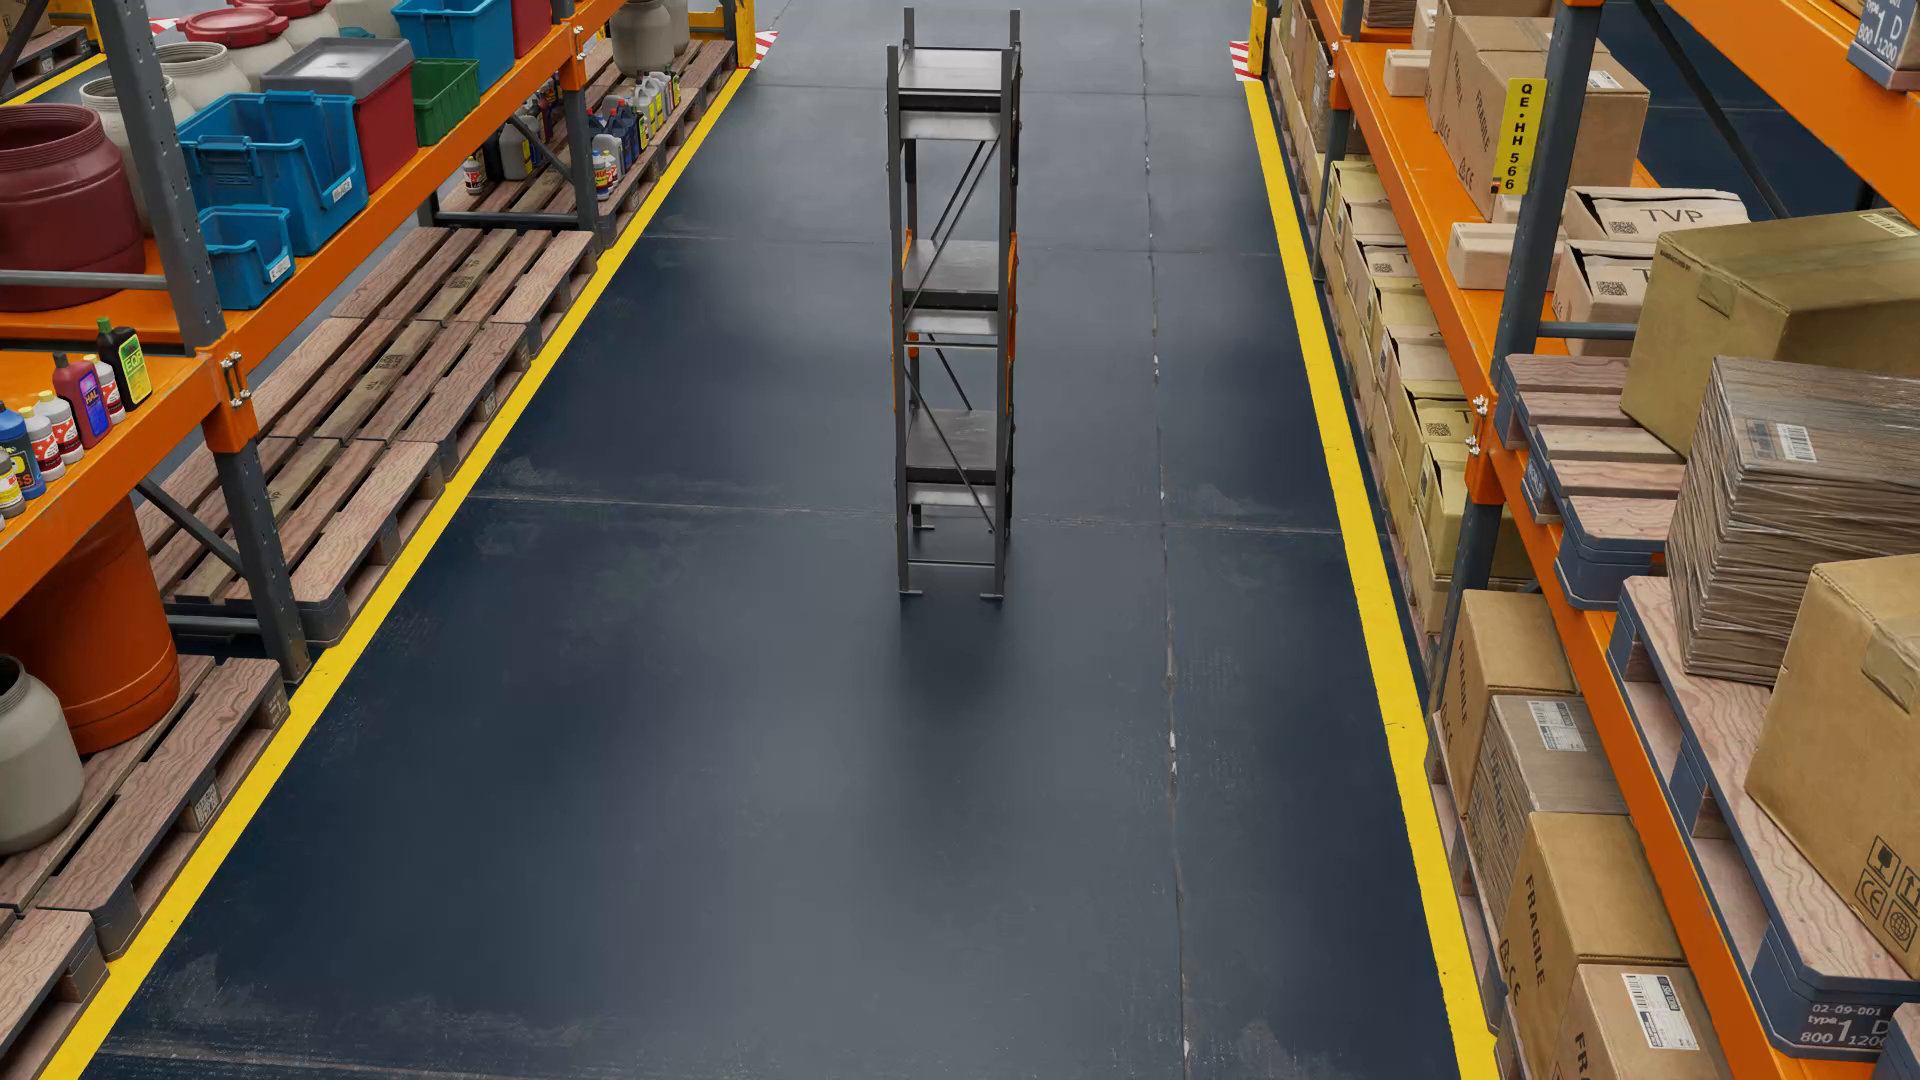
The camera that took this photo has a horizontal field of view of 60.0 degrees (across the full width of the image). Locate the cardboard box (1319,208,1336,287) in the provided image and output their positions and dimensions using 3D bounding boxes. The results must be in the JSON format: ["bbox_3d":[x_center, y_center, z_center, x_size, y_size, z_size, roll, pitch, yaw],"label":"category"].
[{"bbox_3d":[2.140,-1.495,8.538,0.500,0.250,0.500,2,32,3],"label":"cardboard box"}]

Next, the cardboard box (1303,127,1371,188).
[{"bbox_3d":[2.290,-2.209,9.695,0.500,0.250,0.500,2,32,4],"label":"cardboard box"}]

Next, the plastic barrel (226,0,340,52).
[{"bbox_3d":[-2.873,-2.084,7.144,0.433,0.535,0.433,0,32,0],"label":"plastic barrel"}]

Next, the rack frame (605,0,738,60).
[{"bbox_3d":[-2.191,-4.993,11.992,1.000,3.000,0.127,2,32,4],"label":"rack frame"}]

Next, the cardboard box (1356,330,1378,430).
[{"bbox_3d":[2.015,-0.691,7.233,0.500,0.250,0.500,3,32,5],"label":"cardboard box"}]

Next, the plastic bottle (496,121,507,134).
[{"bbox_3d":[-2.736,-2.410,9.907,0.144,0.351,0.185,1,32,2],"label":"plastic bottle"}]

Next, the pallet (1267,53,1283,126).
[{"bbox_3d":[2.725,-3.190,11.726,1.003,0.211,1.213,2,32,4],"label":"pallet"}]

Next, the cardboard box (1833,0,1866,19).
[{"bbox_3d":[2.008,-1.147,2.798,0.910,0.500,0.500,2,32,4],"label":"cardboard box"}]

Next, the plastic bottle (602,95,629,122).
[{"bbox_3d":[-2.137,-2.647,10.363,0.152,0.276,0.135,2,32,4],"label":"plastic bottle"}]

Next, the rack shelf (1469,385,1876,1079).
[{"bbox_3d":[1.931,0.756,3.350,1.077,0.370,4.000,2,32,4],"label":"rack shelf"}]

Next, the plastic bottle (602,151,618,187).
[{"bbox_3d":[-2.037,-2.151,9.630,0.097,0.201,0.097,0,32,0],"label":"plastic bottle"}]

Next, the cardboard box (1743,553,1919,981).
[{"bbox_3d":[1.851,0.348,2.831,0.700,0.500,0.500,-5,32,-9],"label":"cardboard box"}]

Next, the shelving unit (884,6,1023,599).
[{"bbox_3d":[-0.013,-0.807,6.059,0.431,2.100,0.503,2,32,4],"label":"shelving unit"}]

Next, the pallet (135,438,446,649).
[{"bbox_3d":[-2.741,-0.026,6.591,1.003,0.211,1.213,2,32,4],"label":"pallet"}]

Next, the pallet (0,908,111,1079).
[{"bbox_3d":[-2.967,1.428,4.232,1.003,0.211,1.213,2,32,4],"label":"pallet"}]

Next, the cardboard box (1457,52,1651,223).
[{"bbox_3d":[2.214,-1.517,6.256,0.500,0.500,0.500,1,32,1],"label":"cardboard box"}]

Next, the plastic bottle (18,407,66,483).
[{"bbox_3d":[-2.505,-0.264,4.509,0.097,0.201,0.097,0,32,0],"label":"plastic bottle"}]

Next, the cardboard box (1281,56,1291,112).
[{"bbox_3d":[2.402,-2.993,10.969,0.500,0.250,0.500,2,32,4],"label":"cardboard box"}]

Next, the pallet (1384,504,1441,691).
[{"bbox_3d":[2.200,0.162,6.285,1.003,0.211,1.213,2,32,4],"label":"pallet"}]

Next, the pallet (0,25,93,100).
[{"bbox_3d":[-7.235,-3.554,12.316,1.003,0.211,1.213,2,32,4],"label":"pallet"}]

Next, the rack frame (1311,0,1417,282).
[{"bbox_3d":[2.420,-2.687,8.252,1.000,3.000,0.127,2,32,4],"label":"rack frame"}]

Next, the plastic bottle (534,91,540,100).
[{"bbox_3d":[-2.702,-2.746,10.528,0.097,0.271,0.097,0,32,0],"label":"plastic bottle"}]

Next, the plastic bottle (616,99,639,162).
[{"bbox_3d":[-2.022,-2.464,9.994,0.144,0.351,0.185,1,32,2],"label":"plastic bottle"}]

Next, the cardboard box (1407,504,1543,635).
[{"bbox_3d":[1.894,0.110,5.932,0.500,0.250,0.500,3,32,5],"label":"cardboard box"}]

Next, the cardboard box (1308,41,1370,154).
[{"bbox_3d":[2.292,-2.528,9.498,0.500,0.500,0.500,2,32,4],"label":"cardboard box"}]

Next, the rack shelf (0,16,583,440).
[{"bbox_3d":[-2.680,-1.549,7.090,1.077,0.370,4.000,2,32,4],"label":"rack shelf"}]

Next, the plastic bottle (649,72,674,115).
[{"bbox_3d":[-1.952,-2.911,10.791,0.152,0.276,0.135,3,32,4],"label":"plastic bottle"}]

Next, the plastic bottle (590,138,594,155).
[{"bbox_3d":[-2.161,-2.254,9.719,0.061,0.283,0.133,2,32,4],"label":"plastic bottle"}]

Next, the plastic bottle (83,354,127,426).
[{"bbox_3d":[-2.478,-0.436,4.787,0.097,0.201,0.097,0,32,0],"label":"plastic bottle"}]

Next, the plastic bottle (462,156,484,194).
[{"bbox_3d":[-2.798,-2.100,9.546,0.097,0.201,0.097,0,32,0],"label":"plastic bottle"}]

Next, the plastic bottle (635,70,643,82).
[{"bbox_3d":[-2.058,-2.918,10.796,0.061,0.283,0.133,2,32,4],"label":"plastic bottle"}]

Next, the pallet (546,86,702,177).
[{"bbox_3d":[-2.324,-2.703,10.935,1.003,0.211,1.213,2,32,4],"label":"pallet"}]

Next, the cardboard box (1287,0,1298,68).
[{"bbox_3d":[2.413,-3.312,10.771,0.500,0.500,0.500,2,32,4],"label":"cardboard box"}]

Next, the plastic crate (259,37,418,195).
[{"bbox_3d":[-2.406,-1.669,6.537,0.402,0.464,0.583,2,32,4],"label":"plastic crate"}]

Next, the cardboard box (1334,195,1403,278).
[{"bbox_3d":[2.092,-1.467,7.958,0.500,0.311,0.500,2,32,3],"label":"cardboard box"}]

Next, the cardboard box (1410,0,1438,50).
[{"bbox_3d":[2.423,-2.364,7.870,0.500,0.250,0.500,4,32,7],"label":"cardboard box"}]

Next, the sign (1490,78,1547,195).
[{"bbox_3d":[1.541,-1.111,4.590,0.100,0.325,0.005,2,32,4],"label":"sign"}]

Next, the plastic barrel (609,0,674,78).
[{"bbox_3d":[-2.209,-3.503,11.546,0.421,0.512,0.421,0,32,0],"label":"plastic barrel"}]

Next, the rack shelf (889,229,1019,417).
[{"bbox_3d":[-0.013,-0.796,6.066,0.431,0.518,0.480,2,32,4],"label":"rack shelf"}]

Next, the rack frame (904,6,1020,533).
[{"bbox_3d":[0.006,-0.935,6.266,0.400,2.100,0.015,2,32,4],"label":"rack frame"}]

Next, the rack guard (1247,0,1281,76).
[{"bbox_3d":[2.747,-3.727,12.322,1.175,0.500,0.348,2,32,4],"label":"rack guard"}]

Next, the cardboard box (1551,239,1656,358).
[{"bbox_3d":[2.167,-0.746,5.187,0.500,0.311,0.500,4,32,7],"label":"cardboard box"}]

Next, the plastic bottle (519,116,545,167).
[{"bbox_3d":[-2.586,-2.385,9.938,0.152,0.276,0.135,2,32,4],"label":"plastic bottle"}]

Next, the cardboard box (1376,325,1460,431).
[{"bbox_3d":[1.971,-0.663,6.653,0.500,0.311,0.500,2,32,4],"label":"cardboard box"}]

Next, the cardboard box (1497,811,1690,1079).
[{"bbox_3d":[1.689,1.043,4.162,0.500,0.500,0.500,2,32,3],"label":"cardboard box"}]

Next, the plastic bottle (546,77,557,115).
[{"bbox_3d":[-2.677,-2.904,10.785,0.097,0.271,0.097,0,32,0],"label":"plastic bottle"}]

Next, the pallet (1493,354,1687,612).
[{"bbox_3d":[2.109,-0.157,4.328,1.213,0.211,1.003,2,32,4],"label":"pallet"}]

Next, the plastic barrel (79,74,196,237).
[{"bbox_3d":[-2.972,-1.404,6.063,0.421,0.512,0.421,0,32,0],"label":"plastic barrel"}]

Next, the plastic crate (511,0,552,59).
[{"bbox_3d":[-2.251,-2.662,8.149,0.402,0.464,0.583,2,32,4],"label":"plastic crate"}]

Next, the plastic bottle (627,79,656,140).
[{"bbox_3d":[-1.988,-2.686,10.355,0.144,0.351,0.185,2,32,4],"label":"plastic bottle"}]
